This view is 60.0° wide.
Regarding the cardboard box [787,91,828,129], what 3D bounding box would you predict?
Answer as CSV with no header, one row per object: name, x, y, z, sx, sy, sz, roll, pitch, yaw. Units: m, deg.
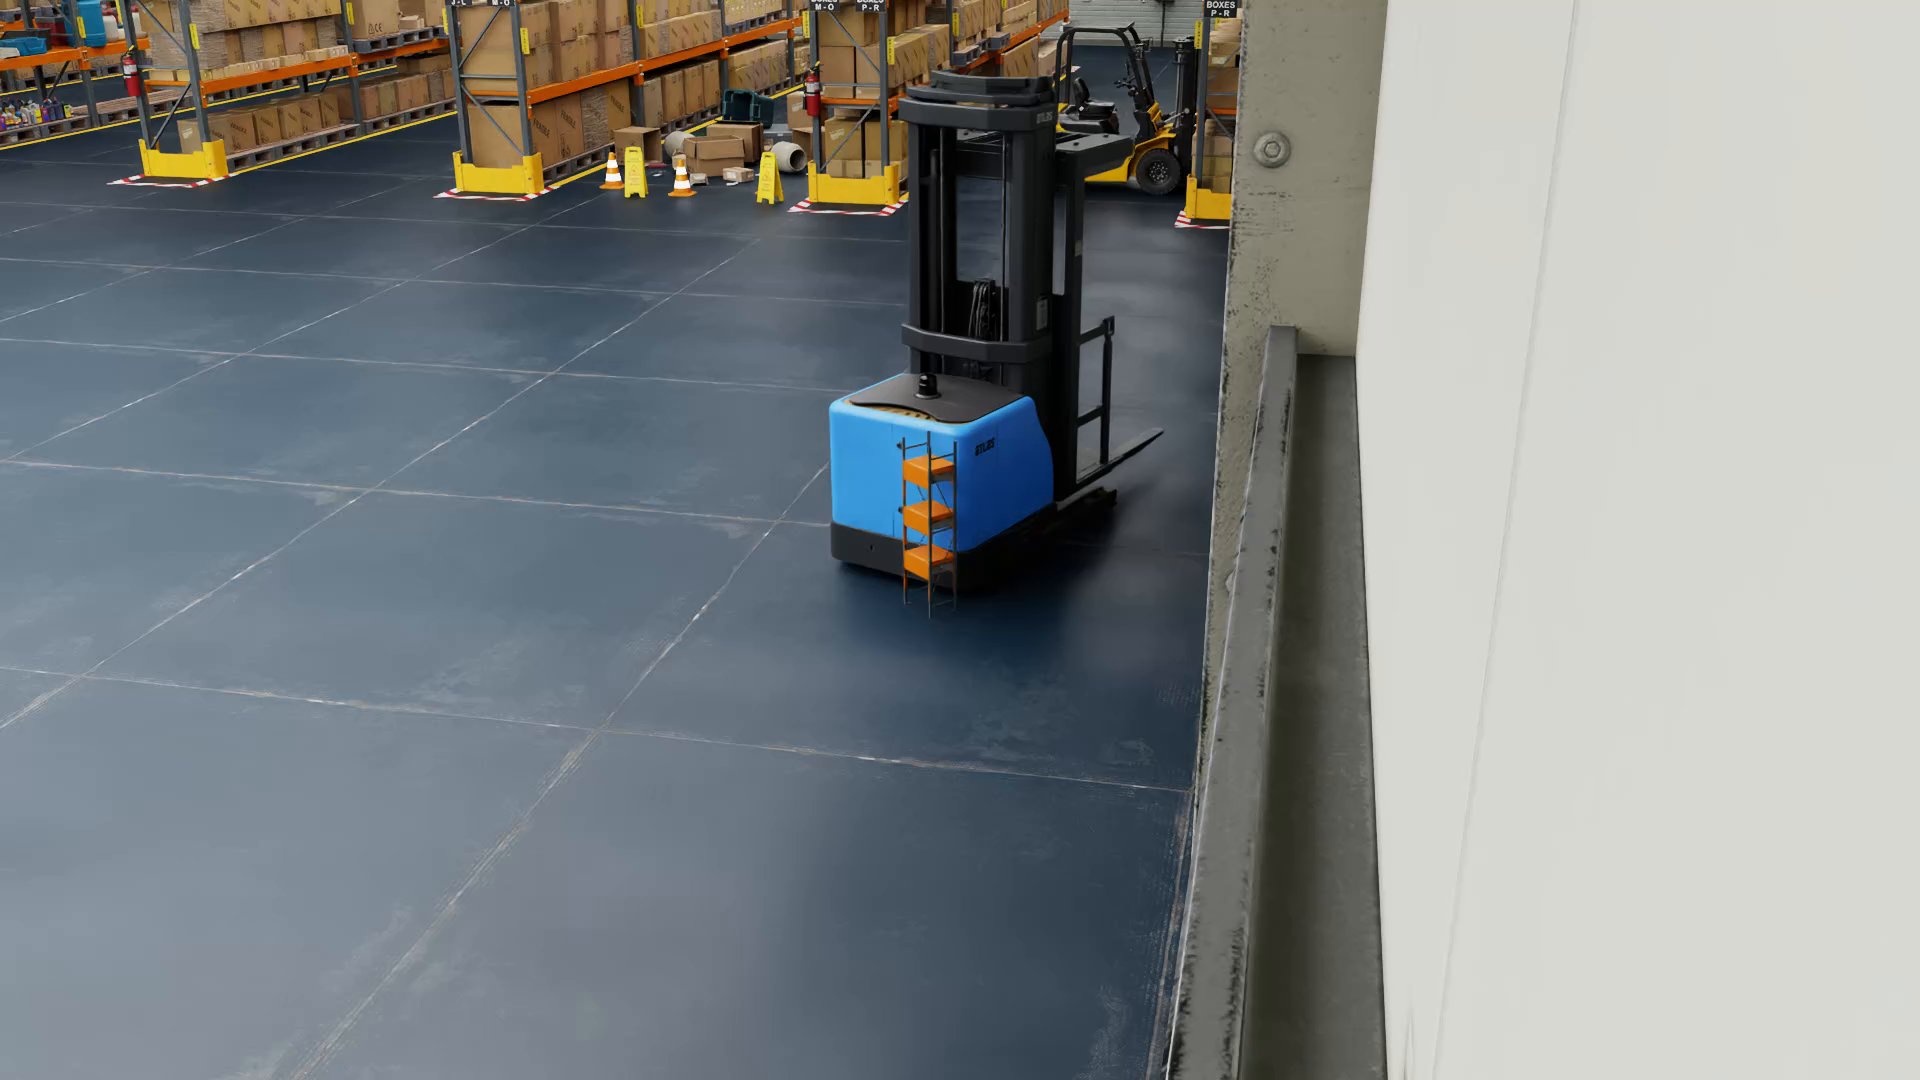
cardboard box,-2.348,-6.627,25.641,0.500,0.500,0.500,4,22,11

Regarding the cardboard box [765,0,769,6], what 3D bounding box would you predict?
cardboard box,-3.879,-10.346,31.917,0.380,0.149,0.250,4,22,9

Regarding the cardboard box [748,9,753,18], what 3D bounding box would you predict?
cardboard box,-4.092,-9.826,31.025,0.380,0.149,0.250,5,22,12

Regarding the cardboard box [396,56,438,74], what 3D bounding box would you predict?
cardboard box,-9.691,-8.480,29.661,0.500,0.250,0.500,7,23,17

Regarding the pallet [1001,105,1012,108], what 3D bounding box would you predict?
pallet,0.451,-7.763,29.861,1.003,0.211,1.213,4,22,11

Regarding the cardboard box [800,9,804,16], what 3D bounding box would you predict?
cardboard box,-3.411,-10.840,34.105,0.380,0.149,0.250,3,22,9

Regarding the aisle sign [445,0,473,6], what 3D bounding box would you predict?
aisle sign,-6.590,-7.391,21.726,0.394,0.787,0.004,4,22,11

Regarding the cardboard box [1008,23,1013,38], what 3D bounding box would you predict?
cardboard box,0.650,-9.053,29.533,0.500,0.250,0.500,4,22,9

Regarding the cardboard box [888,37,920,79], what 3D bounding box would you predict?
cardboard box,-0.842,-6.561,22.611,0.500,0.500,0.500,4,22,10

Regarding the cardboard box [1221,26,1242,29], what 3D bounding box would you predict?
cardboard box,3.720,-6.848,22.457,0.380,0.149,0.250,4,22,11

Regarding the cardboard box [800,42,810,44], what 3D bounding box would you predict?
cardboard box,-3.191,-10.503,35.390,0.380,0.149,0.250,4,22,9

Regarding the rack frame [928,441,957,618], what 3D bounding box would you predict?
rack frame,-0.100,-0.053,9.594,0.200,1.050,0.008,-17,27,-36

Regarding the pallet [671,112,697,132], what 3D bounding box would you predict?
pallet,-5.136,-7.093,28.198,1.003,0.211,1.213,4,22,11

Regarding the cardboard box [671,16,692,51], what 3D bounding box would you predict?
cardboard box,-4.785,-8.423,27.632,0.500,0.500,0.500,5,22,12

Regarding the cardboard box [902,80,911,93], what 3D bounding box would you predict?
cardboard box,-0.876,-6.114,22.369,0.380,0.149,0.250,5,22,12

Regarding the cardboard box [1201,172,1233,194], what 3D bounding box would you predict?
cardboard box,3.231,-4.586,21.359,0.500,0.250,0.500,5,22,11

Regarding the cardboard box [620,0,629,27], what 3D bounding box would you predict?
cardboard box,-5.575,-8.090,25.293,0.875,0.550,0.550,4,22,11

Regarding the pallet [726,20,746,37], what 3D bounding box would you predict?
pallet,-4.609,-9.294,30.187,1.213,0.211,1.003,4,22,11

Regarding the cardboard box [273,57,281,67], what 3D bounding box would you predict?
cardboard box,-10.504,-7.216,25.106,0.380,0.149,0.250,4,22,11

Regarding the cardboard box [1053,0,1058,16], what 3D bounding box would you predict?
cardboard box,1.705,-10.988,34.003,0.500,0.500,0.500,5,22,13

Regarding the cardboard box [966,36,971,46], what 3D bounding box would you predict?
cardboard box,-0.042,-7.858,26.139,0.380,0.149,0.250,5,22,12

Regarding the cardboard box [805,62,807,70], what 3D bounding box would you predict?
cardboard box,-3.388,-9.847,34.557,0.380,0.149,0.250,4,22,10

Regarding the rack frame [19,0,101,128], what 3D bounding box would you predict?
rack frame,-15.150,-8.444,27.819,1.000,3.000,0.127,4,22,11

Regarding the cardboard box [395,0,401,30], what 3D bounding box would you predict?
cardboard box,-10.038,-8.950,28.376,0.797,0.503,0.637,7,23,16

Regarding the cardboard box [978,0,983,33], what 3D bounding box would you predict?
cardboard box,0.087,-8.391,26.595,0.500,0.500,0.500,4,22,9

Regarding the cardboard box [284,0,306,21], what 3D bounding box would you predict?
cardboard box,-10.327,-8.163,25.252,0.500,0.500,0.500,4,22,11

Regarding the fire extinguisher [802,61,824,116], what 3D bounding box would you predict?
fire extinguisher,-1.890,-5.806,21.372,0.296,0.674,0.183,4,22,11

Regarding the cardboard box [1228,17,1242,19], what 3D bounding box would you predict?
cardboard box,4.323,-7.996,25.704,0.380,0.149,0.250,4,22,9

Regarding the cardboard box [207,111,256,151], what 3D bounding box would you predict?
cardboard box,-10.885,-6.087,24.751,0.500,0.500,0.500,11,24,25

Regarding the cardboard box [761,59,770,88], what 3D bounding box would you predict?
cardboard box,-3.952,-8.948,31.854,0.500,0.500,0.500,4,22,10

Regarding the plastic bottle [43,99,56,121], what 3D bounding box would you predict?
plastic bottle,-15.038,-7.092,27.419,0.144,0.351,0.185,3,22,8

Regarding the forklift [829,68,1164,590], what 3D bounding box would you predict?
forklift,0.411,-1.562,10.824,1.130,2.935,3.031,13,26,30

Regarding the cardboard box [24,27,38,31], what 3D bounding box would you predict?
cardboard box,-22.547,-12.177,39.871,0.700,0.500,0.500,4,22,11

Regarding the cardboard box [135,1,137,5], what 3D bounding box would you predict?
cardboard box,-17.995,-11.961,36.418,0.500,0.500,0.500,5,22,12

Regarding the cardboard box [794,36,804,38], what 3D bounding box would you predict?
cardboard box,-3.457,-11.023,36.680,0.380,0.149,0.250,3,22,8

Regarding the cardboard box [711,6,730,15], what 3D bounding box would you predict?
cardboard box,-4.355,-9.492,29.797,0.380,0.149,0.250,5,23,13

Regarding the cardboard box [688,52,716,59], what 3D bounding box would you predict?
cardboard box,-4.767,-8.768,30.403,0.500,0.250,0.500,4,22,10

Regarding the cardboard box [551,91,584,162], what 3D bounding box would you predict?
cardboard box,-6.031,-5.973,23.965,0.875,0.875,0.875,4,22,10

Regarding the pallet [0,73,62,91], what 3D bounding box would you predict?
pallet,-18.993,-9.263,33.585,1.003,0.211,1.213,4,22,11

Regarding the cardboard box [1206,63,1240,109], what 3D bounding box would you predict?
cardboard box,3.287,-5.717,20.916,0.500,0.500,0.500,4,22,10

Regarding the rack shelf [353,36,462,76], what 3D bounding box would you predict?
rack shelf,-9.893,-8.464,28.833,1.077,0.370,4.000,4,22,11

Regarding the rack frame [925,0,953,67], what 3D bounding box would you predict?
rack frame,-0.600,-7.311,25.006,1.000,3.000,0.127,4,22,11

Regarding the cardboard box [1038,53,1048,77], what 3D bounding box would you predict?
cardboard box,1.266,-9.465,33.221,0.875,0.438,0.875,4,22,10

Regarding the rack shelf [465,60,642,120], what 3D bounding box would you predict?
rack shelf,-5.874,-6.586,24.170,1.077,0.370,4.000,4,22,11

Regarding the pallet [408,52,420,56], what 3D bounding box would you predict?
pallet,-12.908,-11.241,38.496,1.003,0.211,1.213,4,22,11

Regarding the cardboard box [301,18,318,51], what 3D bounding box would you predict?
cardboard box,-10.590,-7.911,25.963,0.875,0.500,0.500,4,22,11

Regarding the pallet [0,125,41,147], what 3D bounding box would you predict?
pallet,-15.574,-6.461,26.627,1.003,0.211,1.213,4,22,11

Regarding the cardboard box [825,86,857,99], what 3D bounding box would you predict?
cardboard box,-1.549,-5.885,21.801,0.380,0.149,0.250,5,23,13

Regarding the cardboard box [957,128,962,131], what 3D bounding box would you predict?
cardboard box,-0.495,-6.479,25.895,0.950,0.372,0.625,5,22,12

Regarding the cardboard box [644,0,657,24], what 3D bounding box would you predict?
cardboard box,-5.268,-8.532,26.565,0.700,0.500,0.500,4,22,10

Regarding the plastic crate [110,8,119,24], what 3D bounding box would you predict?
plastic crate,-14.963,-9.369,30.030,0.402,0.464,0.583,4,22,11

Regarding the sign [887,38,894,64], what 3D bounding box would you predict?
sign,-0.885,-6.208,21.110,0.100,0.325,0.005,4,22,11

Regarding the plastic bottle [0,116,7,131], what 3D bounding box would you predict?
plastic bottle,-15.227,-6.646,26.402,0.061,0.283,0.133,5,22,12

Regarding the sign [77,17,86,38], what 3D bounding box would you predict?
sign,-14.614,-8.526,27.654,0.100,0.325,0.005,4,22,11

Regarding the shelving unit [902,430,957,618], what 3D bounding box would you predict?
shelving unit,-0.176,-0.088,9.682,0.215,1.050,0.252,-17,27,-36

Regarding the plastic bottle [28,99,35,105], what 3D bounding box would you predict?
plastic bottle,-15.644,-7.299,28.041,0.097,0.271,0.097,0,22,0
